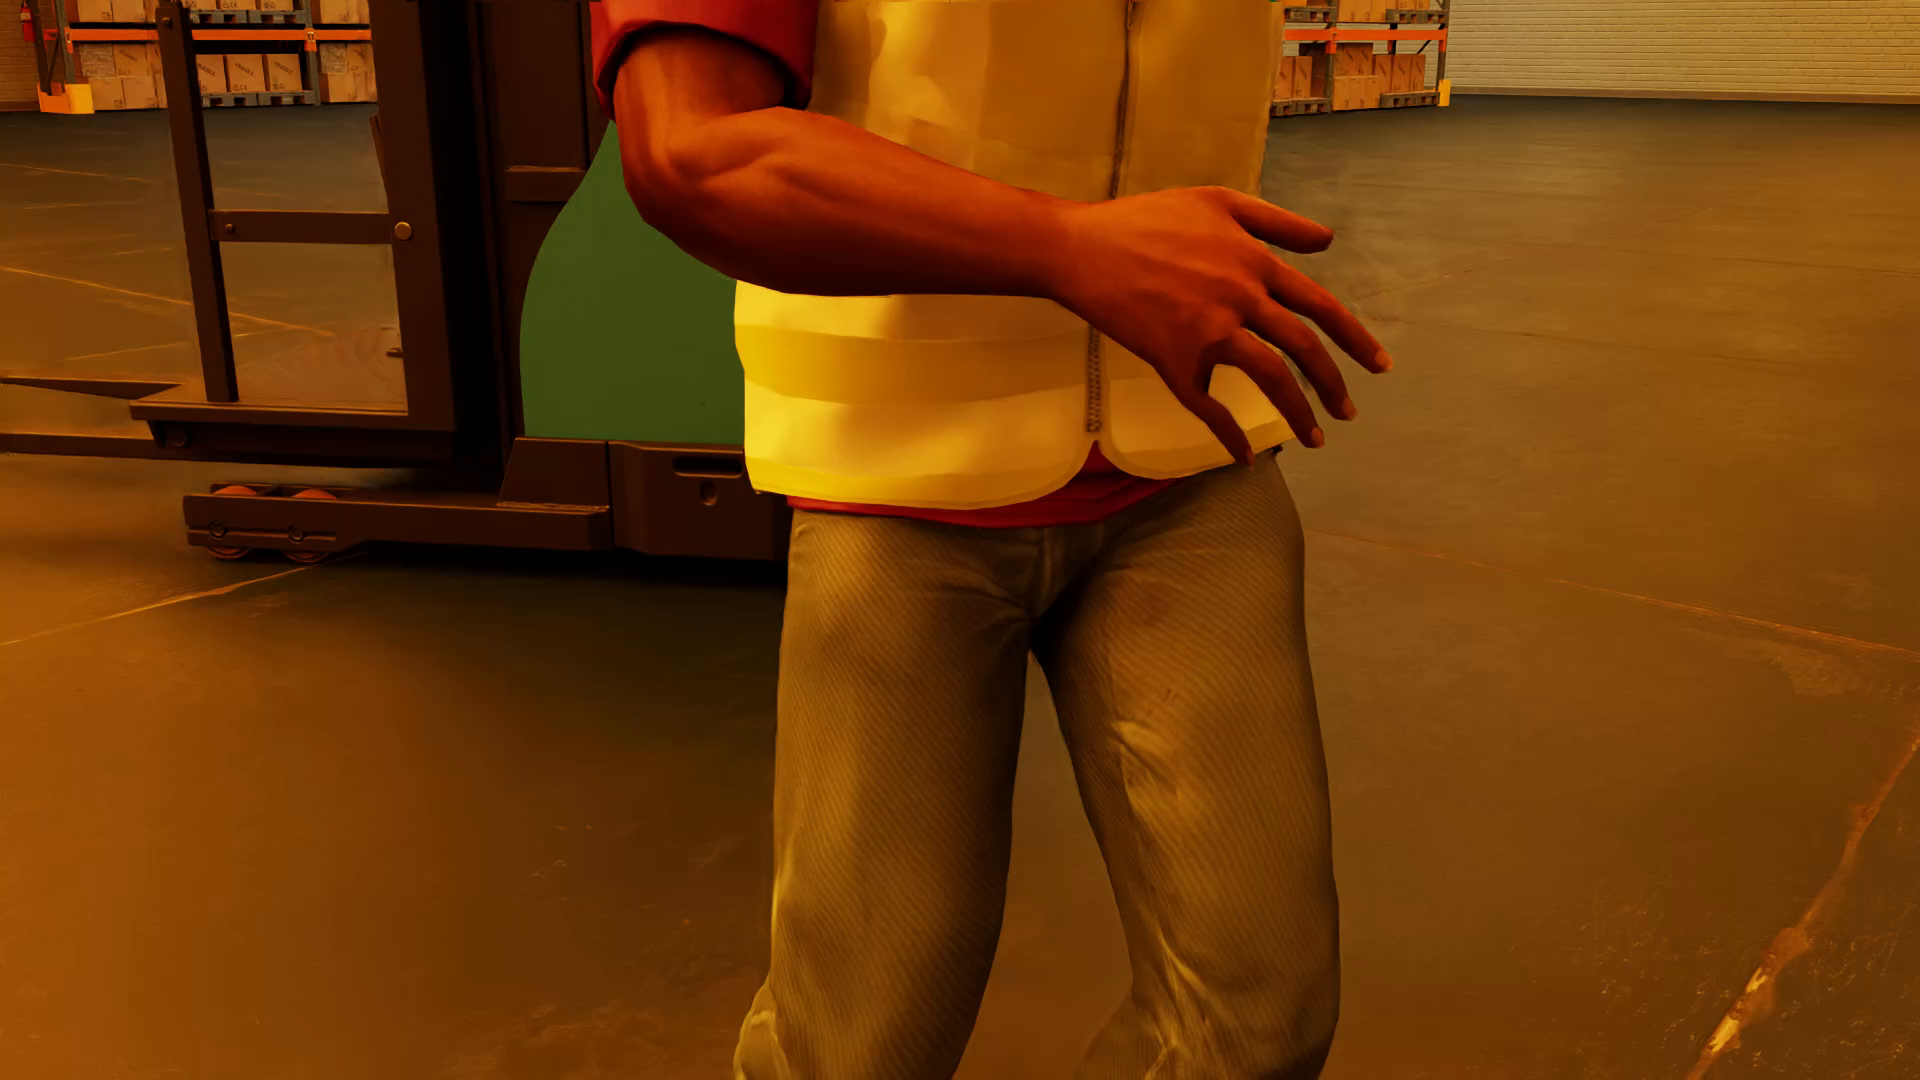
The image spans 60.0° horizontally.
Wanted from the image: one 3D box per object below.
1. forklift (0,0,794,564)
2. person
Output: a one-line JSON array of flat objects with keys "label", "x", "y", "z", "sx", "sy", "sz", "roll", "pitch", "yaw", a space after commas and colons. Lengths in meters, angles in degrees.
[{"label": "forklift", "x": -1.306, "y": -1.496, "z": 3.826, "sx": 3.031, "sy": 2.935, "sz": 1.130, "roll": 3, "pitch": 17, "yaw": 9}, {"label": "person", "x": 0.053, "y": -0.071, "z": 1.290, "sx": 0.655, "sy": 1.693, "sz": 0.791, "roll": -5, "pitch": 18, "yaw": -17}]
